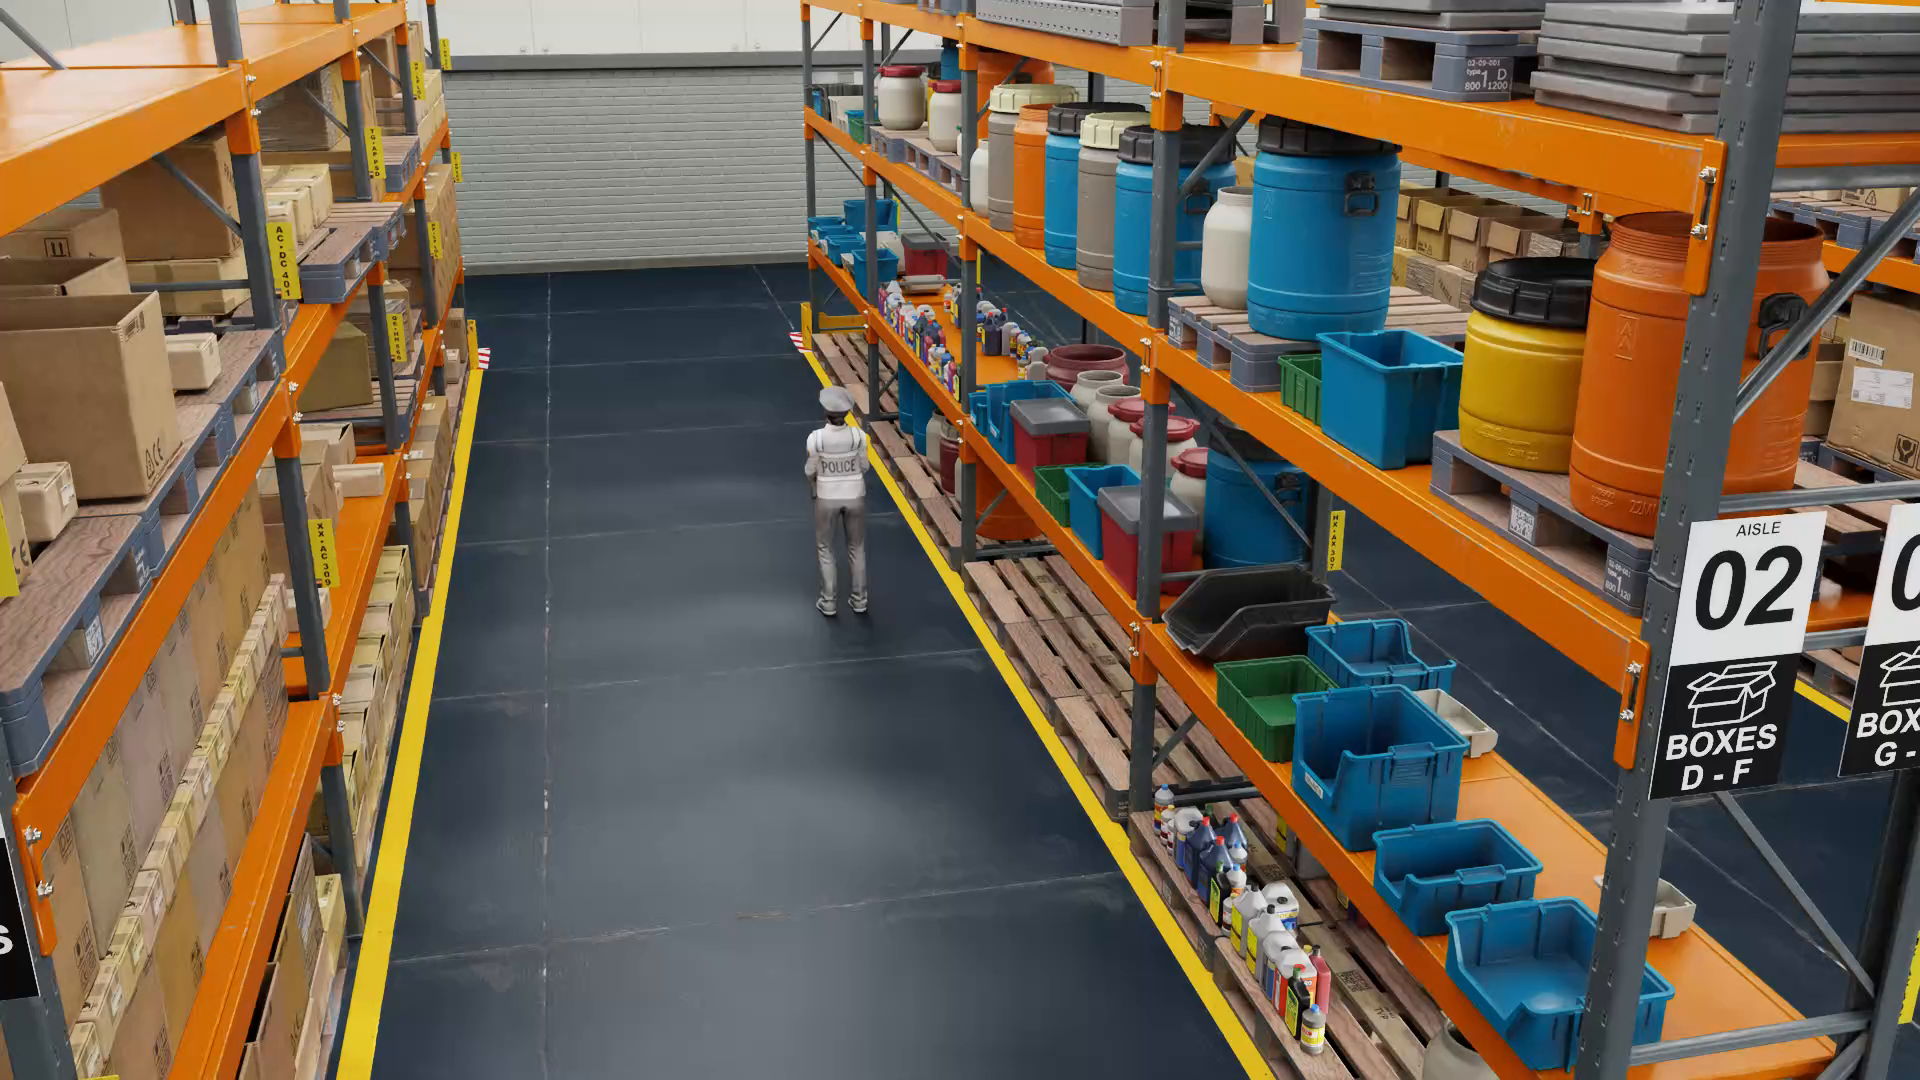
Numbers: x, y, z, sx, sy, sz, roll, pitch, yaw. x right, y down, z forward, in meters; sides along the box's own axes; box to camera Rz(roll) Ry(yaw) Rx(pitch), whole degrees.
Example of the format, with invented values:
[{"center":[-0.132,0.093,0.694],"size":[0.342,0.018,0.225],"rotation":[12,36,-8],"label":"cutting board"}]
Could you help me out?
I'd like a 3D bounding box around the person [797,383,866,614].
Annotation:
[{"center":[-0.881,-0.305,11.848],"size":[0.482,1.704,0.544],"rotation":[11,22,27],"label":"person"}]
